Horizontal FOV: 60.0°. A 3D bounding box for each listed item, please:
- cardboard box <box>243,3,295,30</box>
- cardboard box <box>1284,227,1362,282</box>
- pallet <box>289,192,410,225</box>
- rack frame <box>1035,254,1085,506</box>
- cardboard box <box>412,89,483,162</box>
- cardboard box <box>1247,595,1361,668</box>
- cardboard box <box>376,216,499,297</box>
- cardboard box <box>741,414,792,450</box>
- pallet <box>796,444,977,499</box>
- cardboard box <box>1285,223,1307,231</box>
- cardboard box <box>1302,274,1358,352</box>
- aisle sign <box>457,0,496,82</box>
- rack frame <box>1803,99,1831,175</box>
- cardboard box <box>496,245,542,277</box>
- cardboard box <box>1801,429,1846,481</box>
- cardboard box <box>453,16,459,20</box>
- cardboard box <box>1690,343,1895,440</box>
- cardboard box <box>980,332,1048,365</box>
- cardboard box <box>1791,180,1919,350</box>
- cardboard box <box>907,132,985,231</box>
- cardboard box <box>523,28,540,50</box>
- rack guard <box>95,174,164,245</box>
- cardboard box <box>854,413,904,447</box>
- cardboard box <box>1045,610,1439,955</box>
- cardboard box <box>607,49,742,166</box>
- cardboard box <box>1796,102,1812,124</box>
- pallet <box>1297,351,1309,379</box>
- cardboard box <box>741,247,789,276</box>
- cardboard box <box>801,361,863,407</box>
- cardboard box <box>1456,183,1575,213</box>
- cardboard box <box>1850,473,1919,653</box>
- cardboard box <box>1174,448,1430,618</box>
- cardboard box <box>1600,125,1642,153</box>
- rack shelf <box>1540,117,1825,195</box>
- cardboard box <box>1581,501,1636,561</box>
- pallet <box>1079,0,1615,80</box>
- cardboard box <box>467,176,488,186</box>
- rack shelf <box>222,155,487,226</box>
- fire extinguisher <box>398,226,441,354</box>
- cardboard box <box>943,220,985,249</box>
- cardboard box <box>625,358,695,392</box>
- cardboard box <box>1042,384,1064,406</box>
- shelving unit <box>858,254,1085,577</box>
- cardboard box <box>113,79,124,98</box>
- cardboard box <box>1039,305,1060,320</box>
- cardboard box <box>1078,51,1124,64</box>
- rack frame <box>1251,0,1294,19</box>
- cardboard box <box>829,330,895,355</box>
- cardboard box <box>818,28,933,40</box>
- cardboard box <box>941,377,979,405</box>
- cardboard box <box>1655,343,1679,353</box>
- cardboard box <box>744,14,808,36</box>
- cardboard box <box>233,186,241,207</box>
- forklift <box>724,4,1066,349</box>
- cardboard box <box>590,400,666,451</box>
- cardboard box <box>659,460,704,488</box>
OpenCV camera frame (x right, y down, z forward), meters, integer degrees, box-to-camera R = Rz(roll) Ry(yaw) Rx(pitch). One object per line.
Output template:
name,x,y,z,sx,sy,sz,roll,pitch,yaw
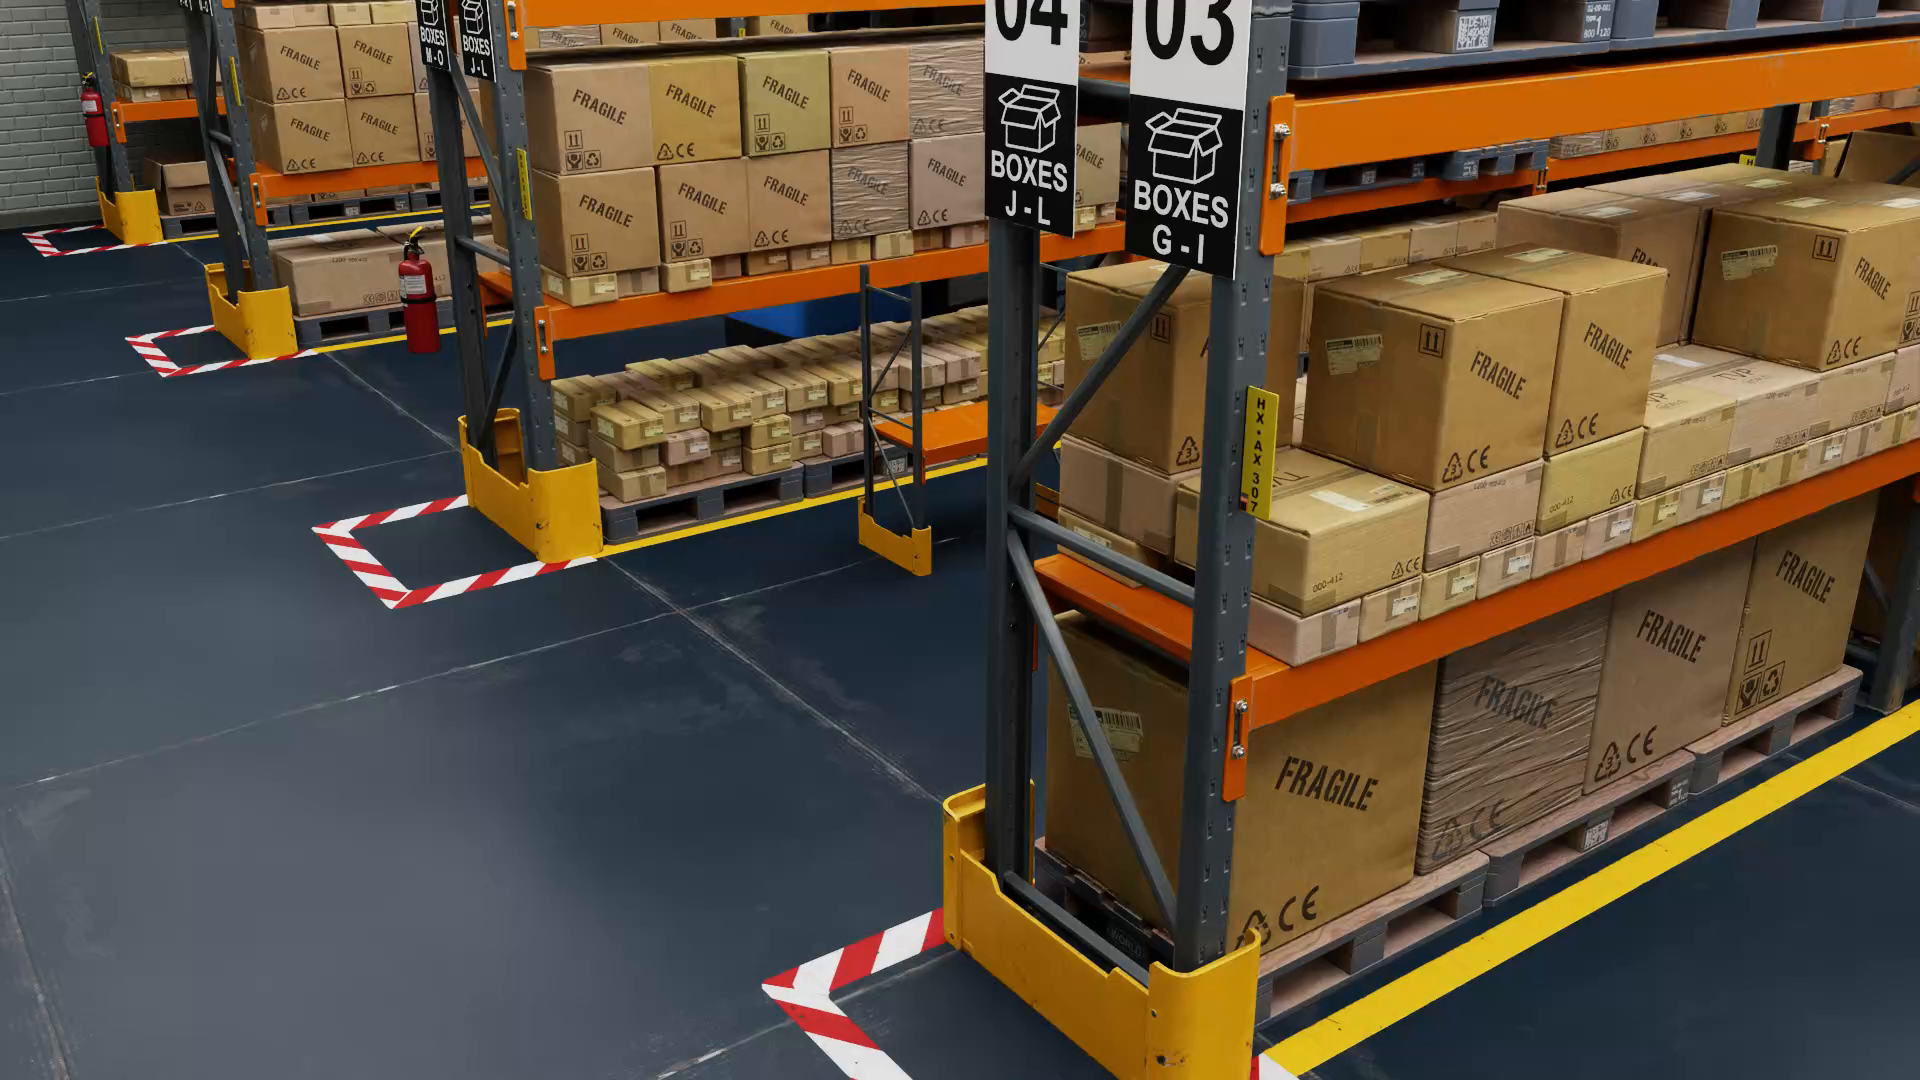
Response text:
cardboard box,-4.918,-3.729,11.835,0.250,0.149,0.380,-14,26,-32
cardboard box,2.453,-2.010,11.680,0.500,0.250,0.500,-14,26,-31
pallet,-6.572,-3.573,17.565,1.213,0.211,1.003,-15,26,-33
rack frame,0.482,-0.825,8.940,0.032,1.500,0.500,-15,26,-33
cardboard box,-3.993,-3.210,12.758,0.500,0.500,0.500,-15,26,-33
cardboard box,0.900,0.197,4.694,0.250,0.149,0.380,-15,26,-32
cardboard box,-4.153,-2.302,13.509,0.875,0.438,0.875,-14,26,-31
cardboard box,-1.146,-0.646,9.347,0.250,0.149,0.380,-14,26,-31
pallet,-0.664,-0.605,10.128,1.213,0.211,1.003,-15,26,-33
cardboard box,2.154,-2.167,12.075,0.500,0.250,0.500,-16,27,-35
cardboard box,2.452,-1.669,11.837,0.500,0.500,0.500,-14,26,-32
aisle sign,-2.279,-2.557,7.751,0.004,0.787,0.394,-15,26,-33
rack frame,7.346,-4.054,15.007,0.127,3.000,1.000,-15,26,-33
cardboard box,-2.296,-1.495,8.935,0.250,0.149,0.380,-15,26,-33
cardboard box,2.984,-0.360,6.089,0.250,0.149,0.380,-14,26,-32
cardboard box,-3.857,-4.005,12.528,0.250,0.149,0.380,-15,26,-32
cardboard box,3.042,-0.589,6.126,0.500,0.250,0.500,-14,26,-31
cardboard box,0.333,-1.191,10.310,0.250,0.149,0.380,-15,26,-33
cardboard box,3.449,-1.045,6.256,0.500,0.500,0.500,-14,26,-31
cardboard box,-0.203,-2.098,9.569,0.500,0.500,0.500,-15,26,-33
cardboard box,-3.579,-3.788,12.859,0.500,0.500,0.500,-15,26,-33
rack guard,-8.209,-3.271,16.420,0.348,0.500,1.175,-15,26,-33
cardboard box,-0.535,-0.683,9.841,0.250,0.149,0.380,-15,26,-33
cardboard box,0.892,0.687,5.427,0.875,0.875,0.875,-15,26,-33
cardboard box,-1.470,-2.234,8.561,0.500,0.500,0.500,-14,26,-31
cardboard box,7.078,-3.907,14.504,0.500,0.500,0.500,-15,26,-33
pallet,2.474,-1.461,12.274,1.213,0.211,1.003,-15,26,-33
cardboard box,-1.144,-1.569,9.121,0.250,0.149,0.380,-15,26,-33
cardboard box,-0.715,-0.905,9.595,0.250,0.149,0.380,-14,26,-32
cardboard box,4.645,-2.443,13.439,0.750,0.750,1.050,-15,26,-34
cardboard box,4.174,-0.161,7.552,0.875,0.875,1.225,-15,26,-33
cardboard box,0.967,-0.033,4.733,0.500,0.250,0.500,-16,27,-34
cardboard box,5.032,-3.361,13.137,0.500,0.500,0.500,-15,26,-33
rack shelf,5.722,-3.286,14.056,4.000,0.370,1.077,-15,26,-33
cardboard box,1.942,-0.082,5.393,0.250,0.149,0.380,-15,26,-33
pallet,1.015,-1.458,4.575,1.213,0.211,1.003,-15,26,-33
cardboard box,-5.304,-3.944,18.012,0.250,0.149,0.380,-16,27,-34
rack shelf,-3.745,-3.022,13.394,4.000,0.370,1.077,-15,26,-33
fire extinguisher,-2.869,-1.331,8.793,0.183,0.674,0.296,-15,26,-33
cardboard box,-0.068,-1.828,9.770,0.250,0.149,0.380,-16,27,-35
cardboard box,-1.740,-0.926,9.646,0.250,0.149,0.380,-16,27,-34
cardboard box,0.472,-0.974,10.571,0.250,0.149,0.380,-14,26,-31
shelving unit,0.062,-0.713,8.660,1.083,1.500,0.587,-15,26,-33
cardboard box,-8.158,-4.452,16.344,0.250,0.149,0.380,-15,26,-33
cardboard box,0.451,-1.457,10.977,0.250,0.149,0.380,-14,26,-31
cardboard box,0.628,-2.788,9.950,0.500,0.500,0.500,-16,27,-35
rack frame,0.419,-2.728,3.592,0.127,3.000,1.000,-15,26,-33
cardboard box,-0.609,-1.168,10.253,0.250,0.149,0.380,-16,27,-35
cardboard box,-0.496,-2.730,9.805,0.500,0.500,0.500,-14,26,-32
cardboard box,-0.094,-0.956,10.123,0.250,0.149,0.380,-14,26,-32
cardboard box,2.308,-0.633,6.238,0.500,0.250,0.500,-14,26,-32
cardboard box,-1.596,-4.309,14.163,0.500,0.500,0.500,-15,26,-32
cardboard box,-7.351,-3.471,16.828,0.250,0.149,0.380,-16,27,-35
forklift,-0.291,-2.954,12.345,3.031,2.935,1.130,-18,28,-38
cardboard box,-1.772,-0.615,8.867,0.250,0.149,0.380,-16,27,-35
cardboard box,-1.618,-0.425,9.195,0.250,0.149,0.380,-15,26,-33
